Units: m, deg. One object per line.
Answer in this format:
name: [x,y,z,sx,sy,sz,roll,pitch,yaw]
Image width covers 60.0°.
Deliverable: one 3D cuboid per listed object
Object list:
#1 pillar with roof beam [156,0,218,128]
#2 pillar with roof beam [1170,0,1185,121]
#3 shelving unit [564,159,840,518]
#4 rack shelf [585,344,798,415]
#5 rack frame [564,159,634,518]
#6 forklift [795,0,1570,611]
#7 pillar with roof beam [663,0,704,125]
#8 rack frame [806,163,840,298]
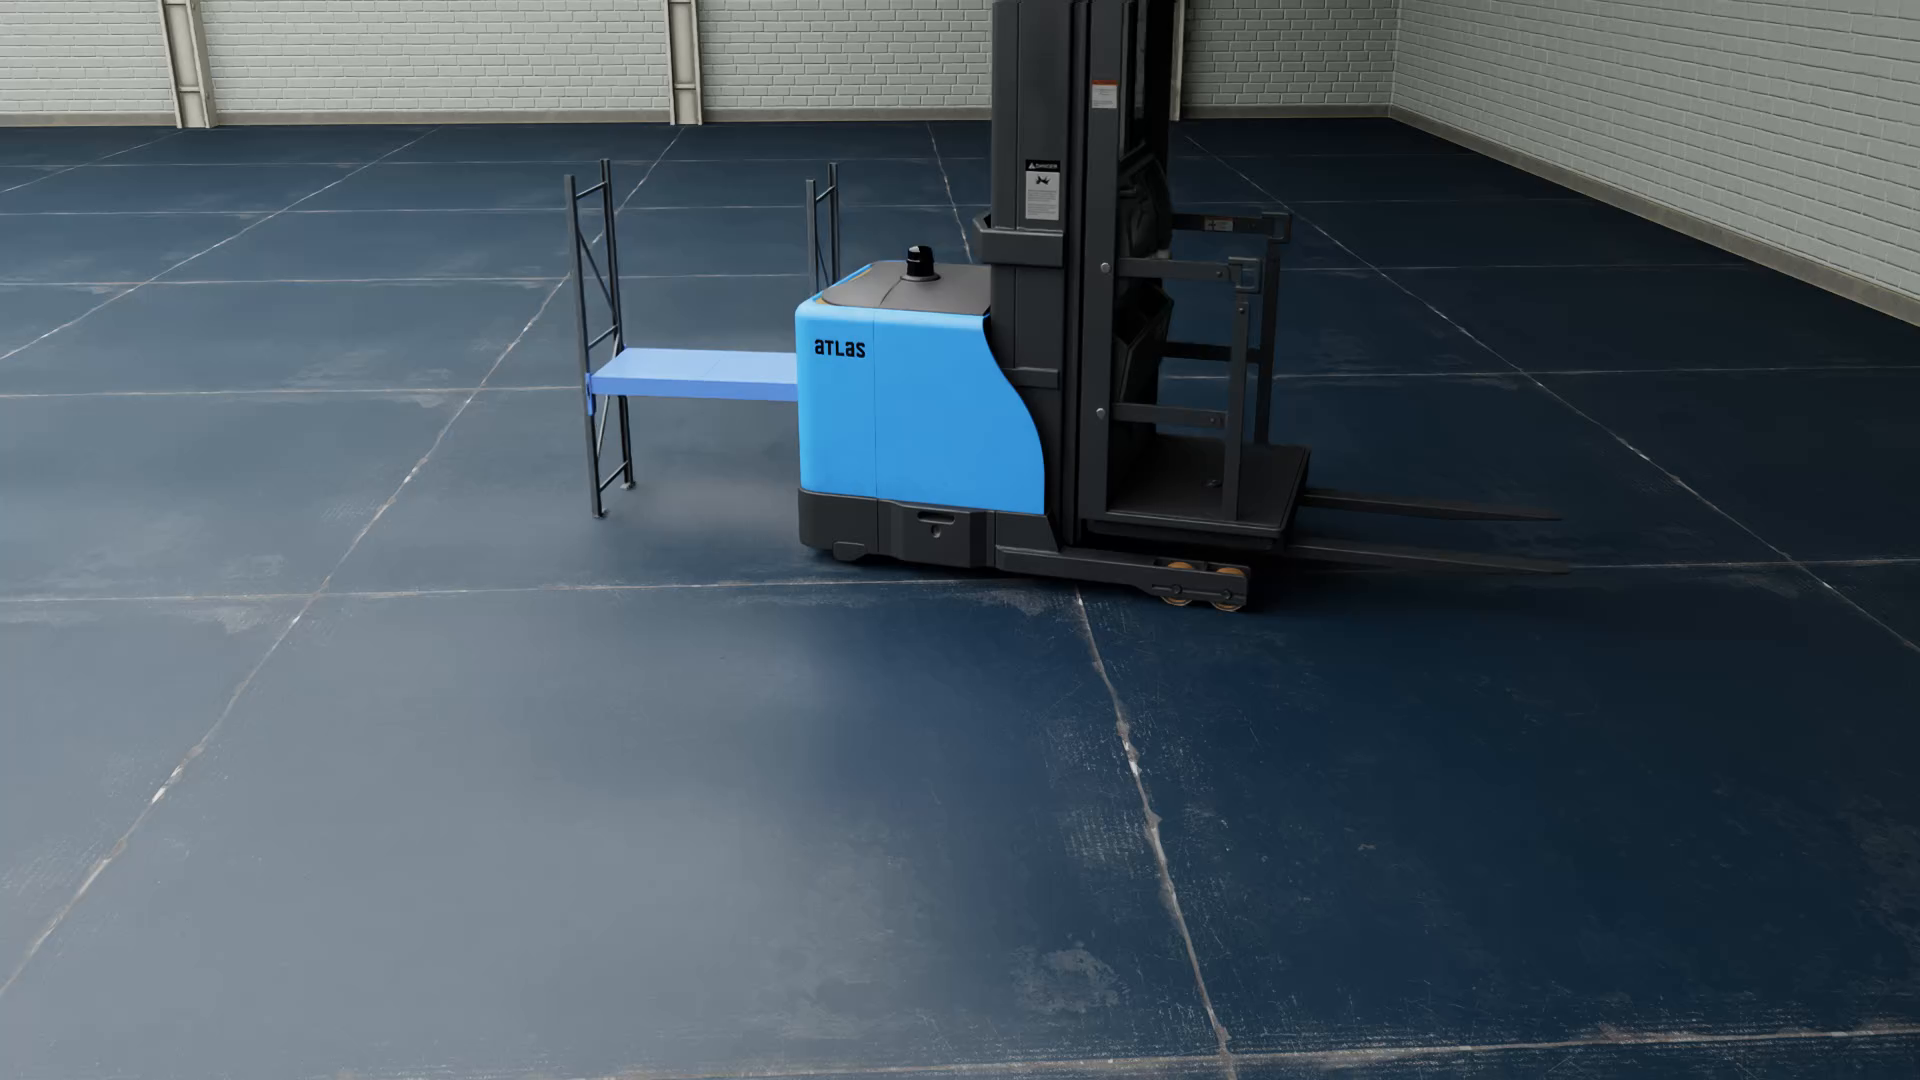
pillar with roof beam: [-9.159,-7.781,14.911,0.400,9.000,9.100,-1,21,-3]
pillar with roof beam: [2.821,-8.025,15.552,0.400,9.000,9.100,-1,21,-3]
shelving unit: [-1.081,-0.864,7.282,1.048,1.500,0.538,3,21,7]
rack shelf: [-1.081,-0.696,7.346,1.000,0.185,0.538,3,21,7]
rack frame: [-1.585,-0.886,7.341,0.032,1.500,0.500,3,21,7]
forklift: [0.907,-1.306,6.432,3.031,2.935,1.130,6,22,15]
pillar with roof beam: [-3.169,-7.903,15.231,0.400,9.000,9.100,-1,21,-3]
rack frame: [-0.576,-0.841,7.223,0.032,1.500,0.500,3,21,7]
